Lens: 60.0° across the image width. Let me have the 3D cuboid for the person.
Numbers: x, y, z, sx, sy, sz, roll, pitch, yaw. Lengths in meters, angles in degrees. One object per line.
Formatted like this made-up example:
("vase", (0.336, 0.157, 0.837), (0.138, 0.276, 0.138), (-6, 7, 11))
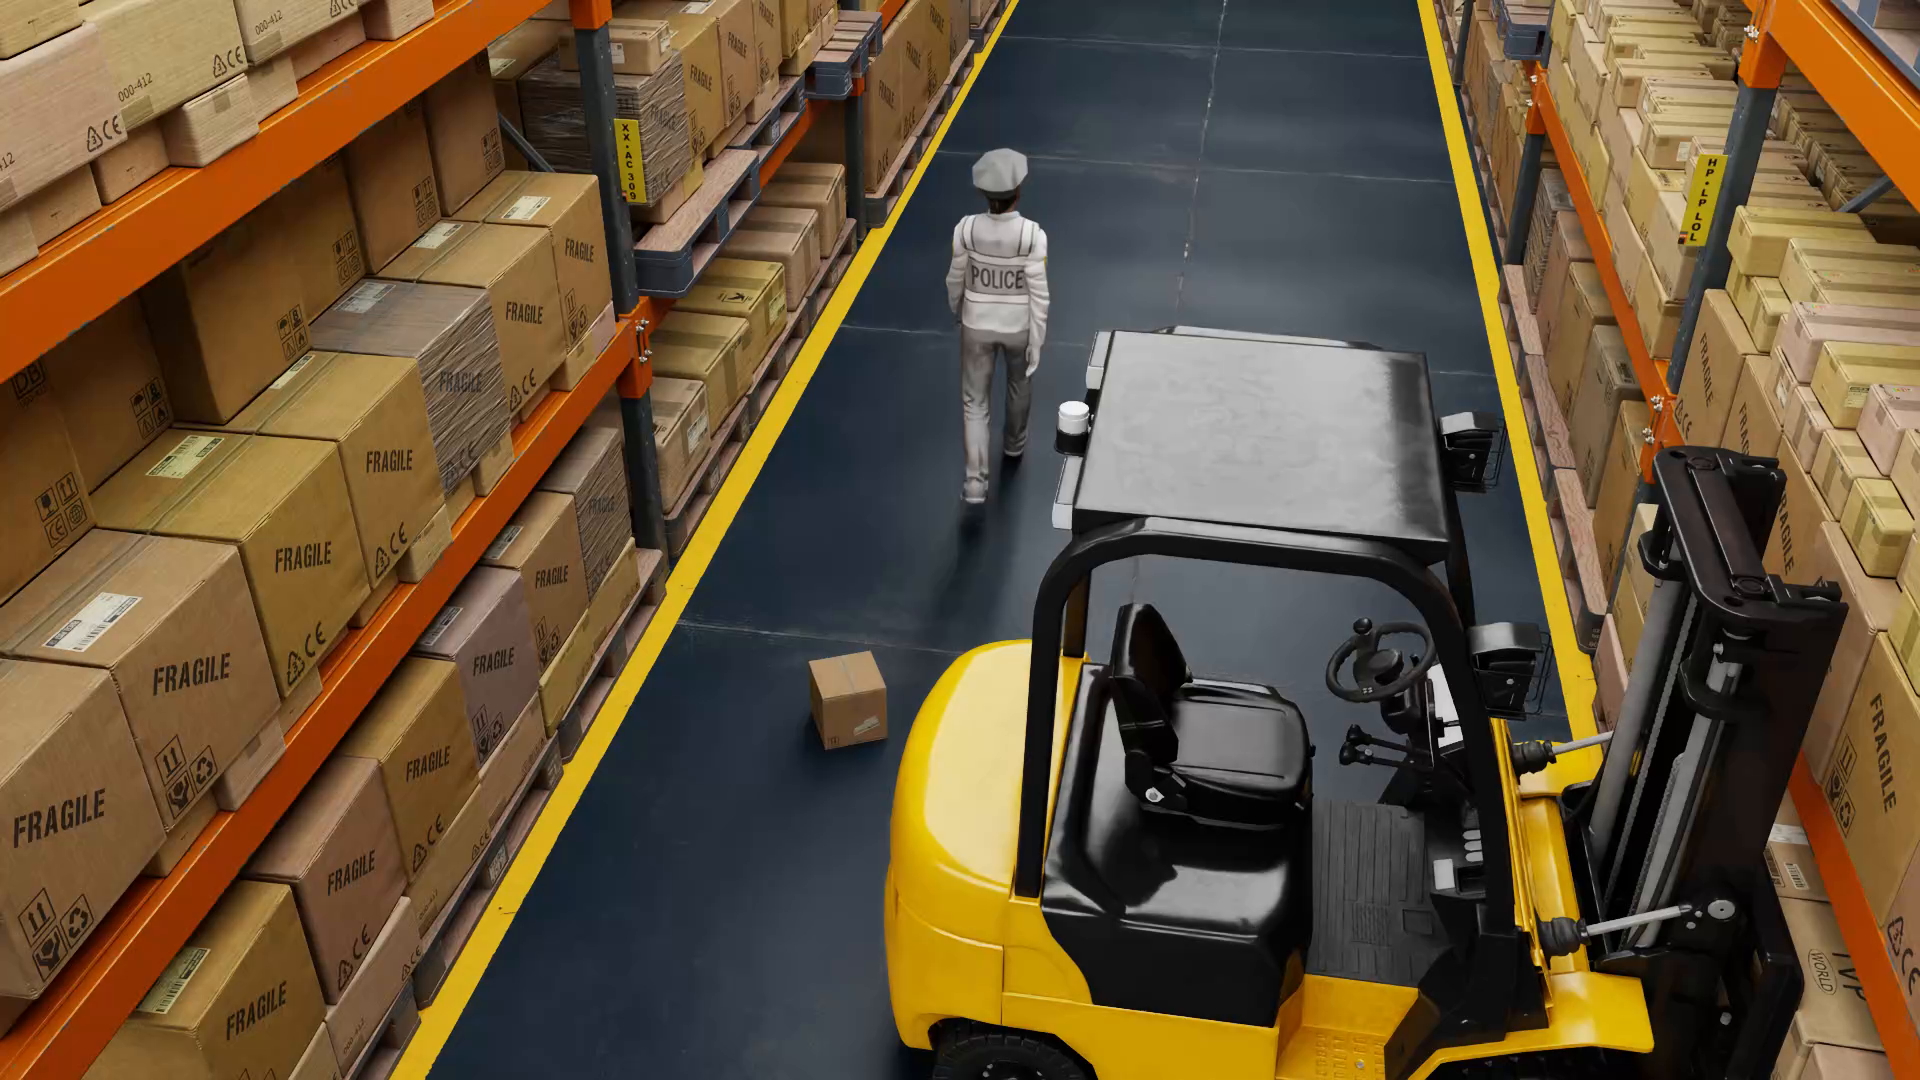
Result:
("person", (0.170, -0.991, 7.648), (0.480, 1.639, 0.993), (2, 33, 3))
